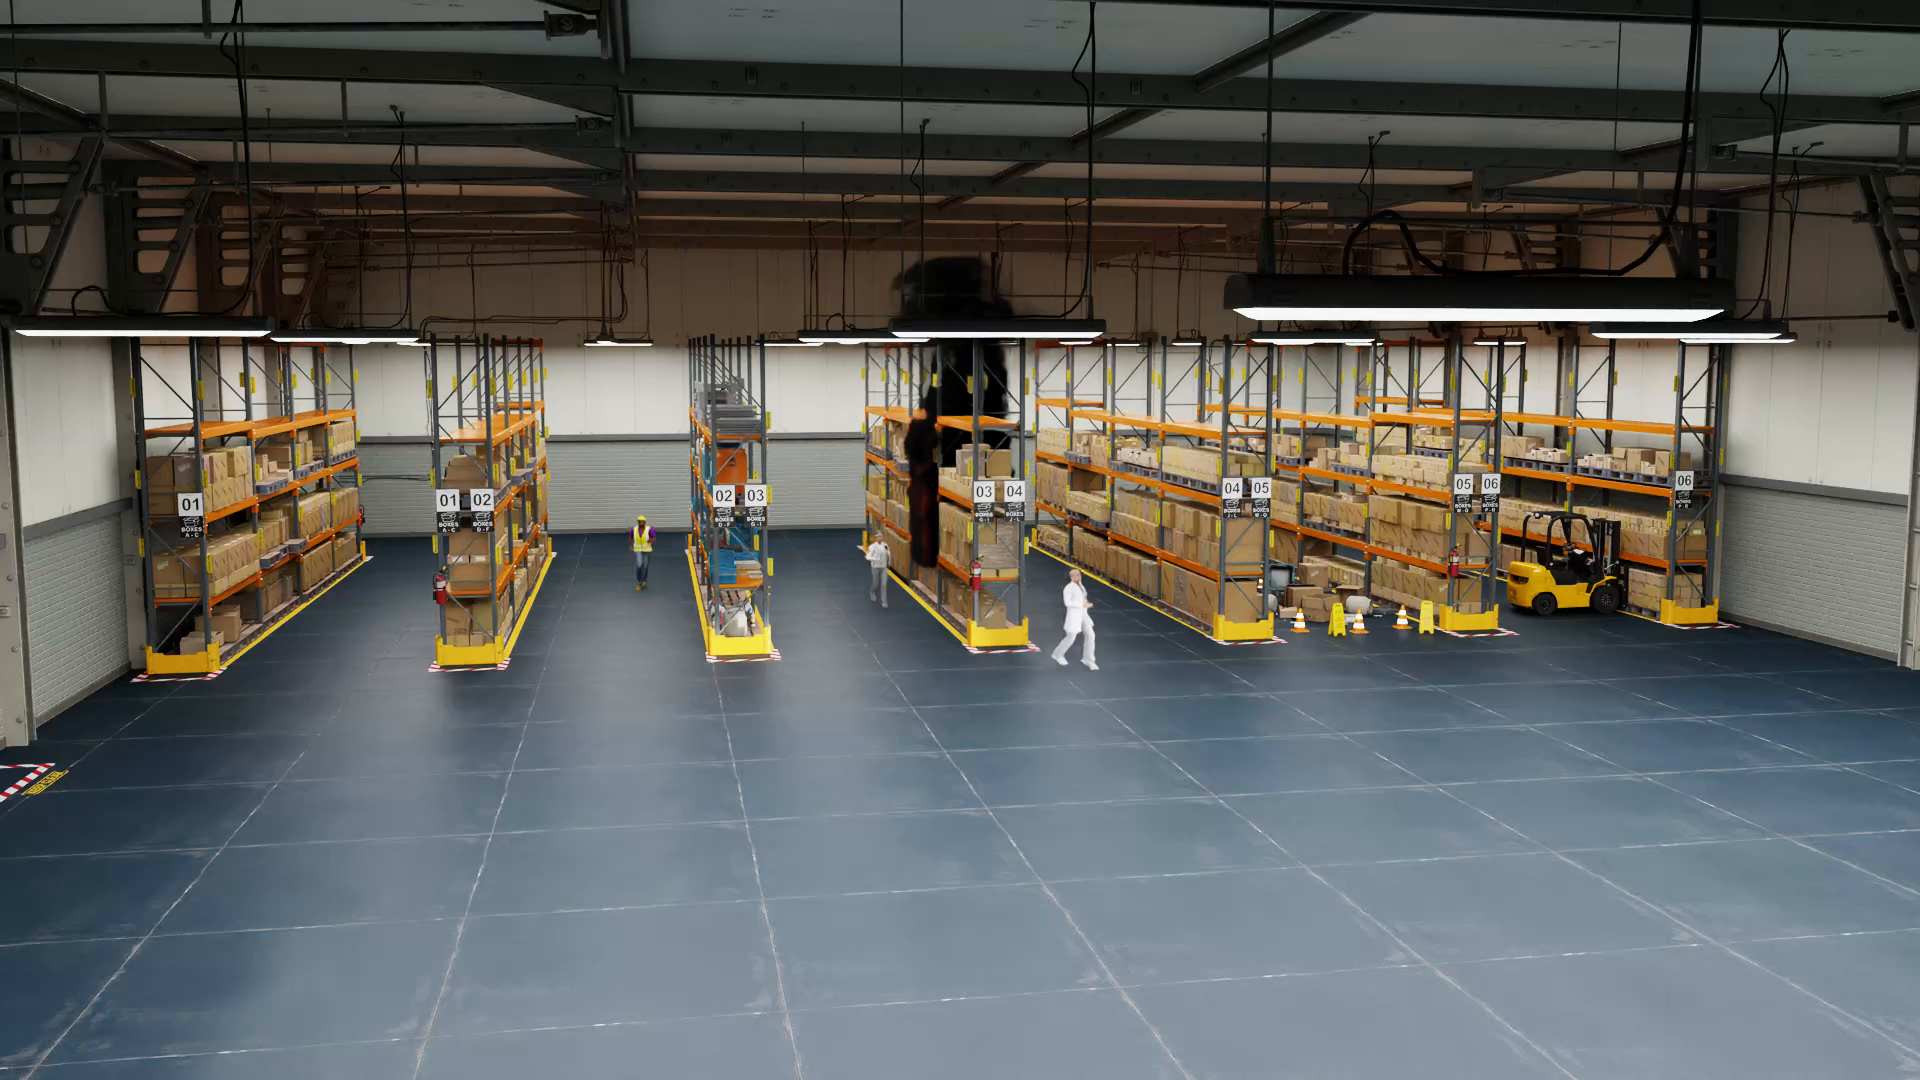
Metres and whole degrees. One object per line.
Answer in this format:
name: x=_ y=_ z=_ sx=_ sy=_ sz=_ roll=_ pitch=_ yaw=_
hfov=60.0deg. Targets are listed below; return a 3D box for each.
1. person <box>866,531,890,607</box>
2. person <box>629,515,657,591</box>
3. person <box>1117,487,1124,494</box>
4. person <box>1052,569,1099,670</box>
person: x=-1.785 y=0.615 z=36.991 sx=0.617 sy=1.667 sz=0.957 roll=-2 pitch=7 yaw=-19
person: x=-7.561 y=0.321 z=39.706 sx=0.660 sy=1.829 sz=0.755 roll=-1 pitch=7 yaw=-10
person: x=4.848 y=-0.836 z=50.435 sx=0.582 sy=1.567 sz=0.541 roll=-1 pitch=7 yaw=-11
person: x=2.073 y=1.428 z=29.922 sx=0.934 sy=1.828 sz=0.710 roll=5 pitch=8 yaw=39
